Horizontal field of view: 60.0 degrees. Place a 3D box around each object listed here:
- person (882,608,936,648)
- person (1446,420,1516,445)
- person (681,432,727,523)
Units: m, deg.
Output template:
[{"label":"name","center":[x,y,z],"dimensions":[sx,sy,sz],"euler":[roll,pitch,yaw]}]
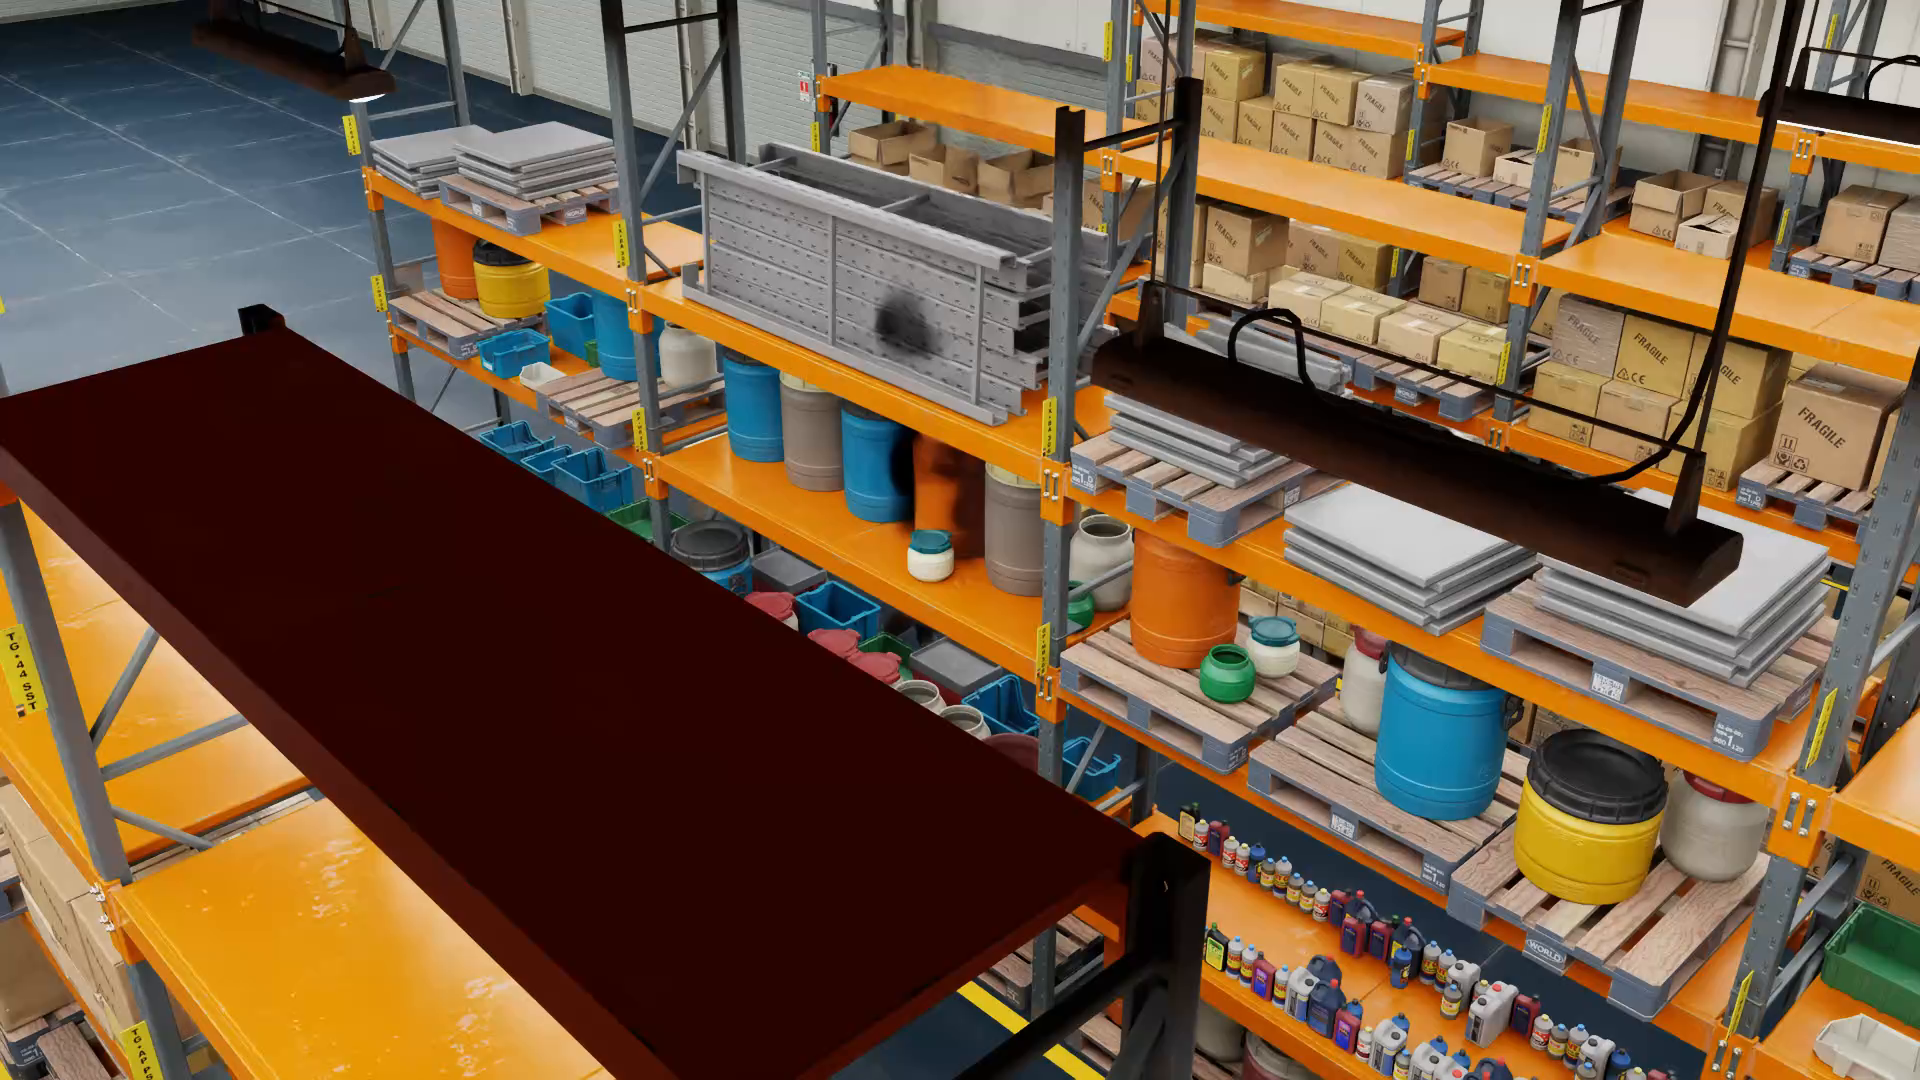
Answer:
[{"label":"person","center":[-0.402,0.565,14.062],"dimensions":[0.569,1.627,0.655],"euler":[-25,37,-38]},{"label":"person","center":[5.122,-0.795,16.502],"dimensions":[0.860,1.708,0.599],"euler":[20,34,33]},{"label":"person","center":[-2.400,-0.470,15.901],"dimensions":[0.895,1.784,0.663],"euler":[22,35,35]}]
